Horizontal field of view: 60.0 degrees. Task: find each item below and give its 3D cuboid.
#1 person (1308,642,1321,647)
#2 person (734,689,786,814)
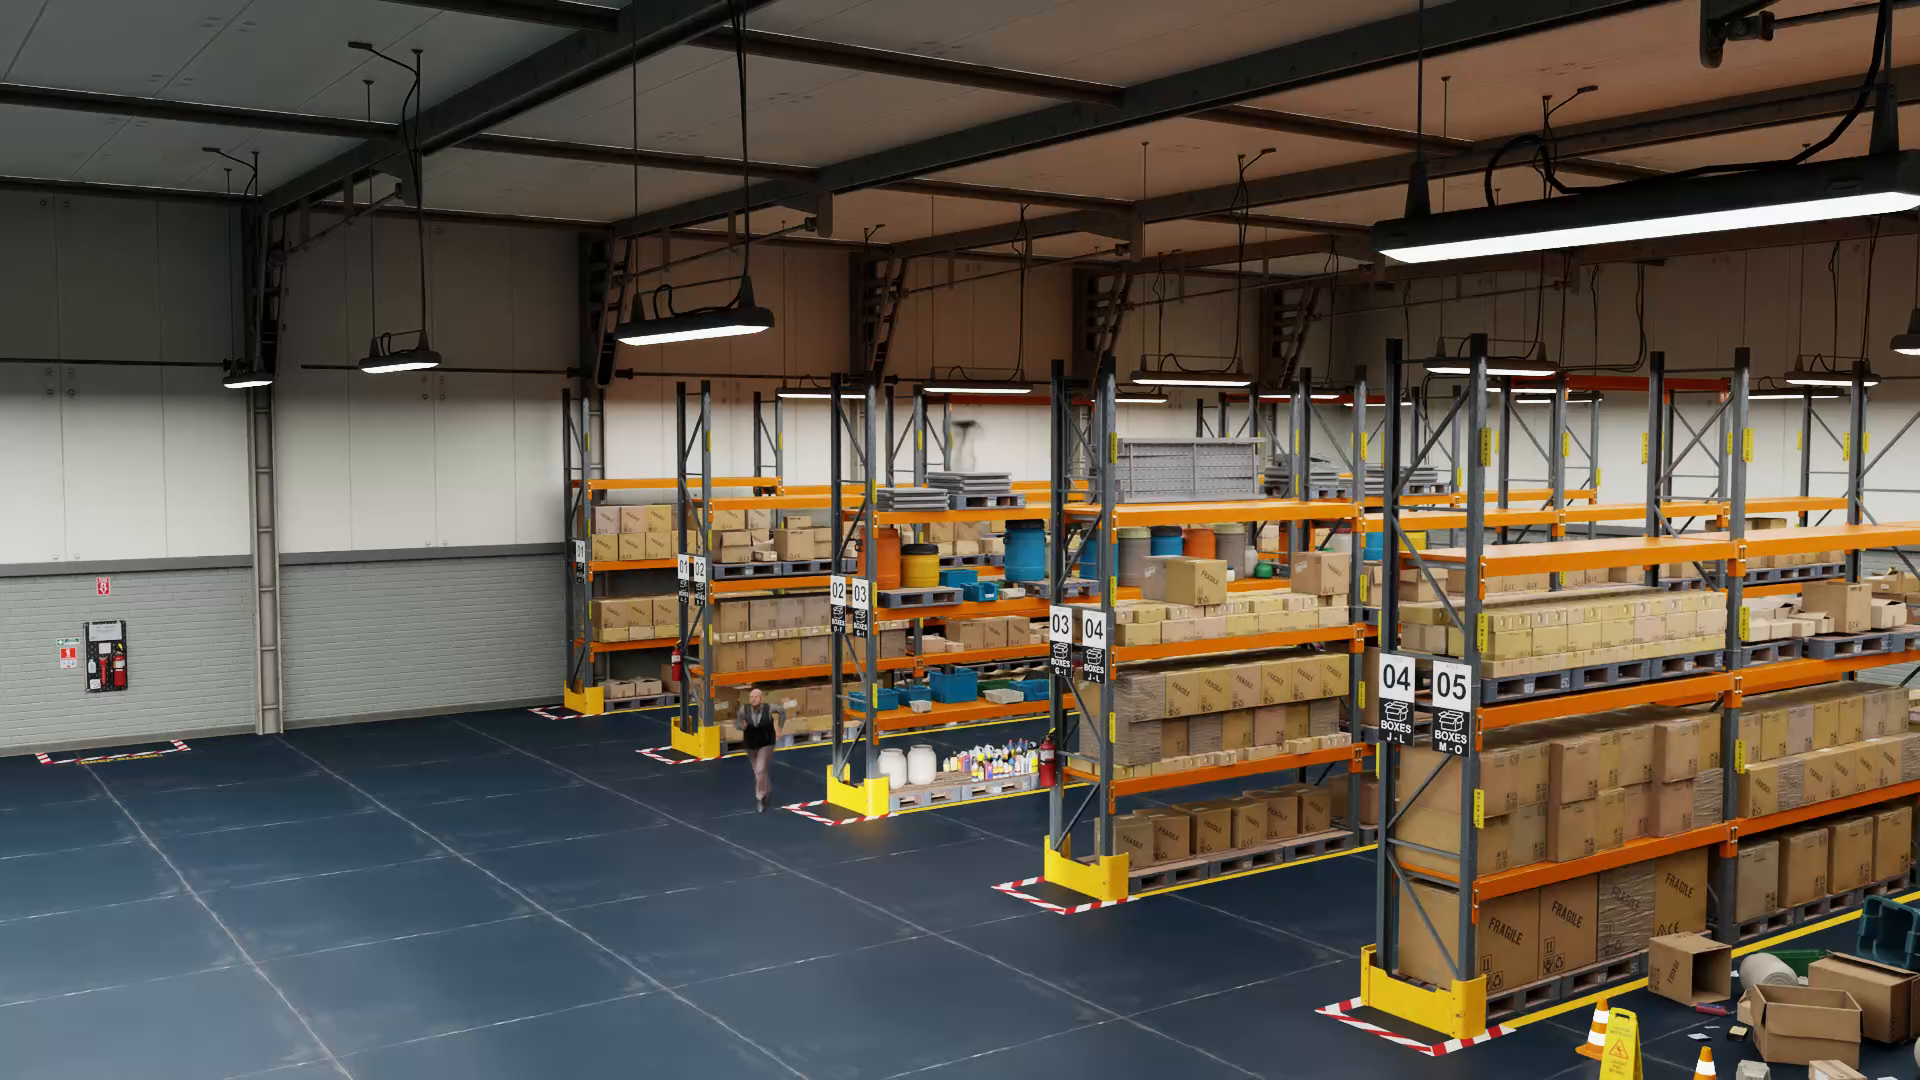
[{"bbox_3d":[6.304,2.297,30.716,1.053,1.782,0.686,-3,5,-38],"label":"person"},{"bbox_3d":[-2.733,2.860,22.798,0.649,1.706,0.931,1,4,13],"label":"person"}]
